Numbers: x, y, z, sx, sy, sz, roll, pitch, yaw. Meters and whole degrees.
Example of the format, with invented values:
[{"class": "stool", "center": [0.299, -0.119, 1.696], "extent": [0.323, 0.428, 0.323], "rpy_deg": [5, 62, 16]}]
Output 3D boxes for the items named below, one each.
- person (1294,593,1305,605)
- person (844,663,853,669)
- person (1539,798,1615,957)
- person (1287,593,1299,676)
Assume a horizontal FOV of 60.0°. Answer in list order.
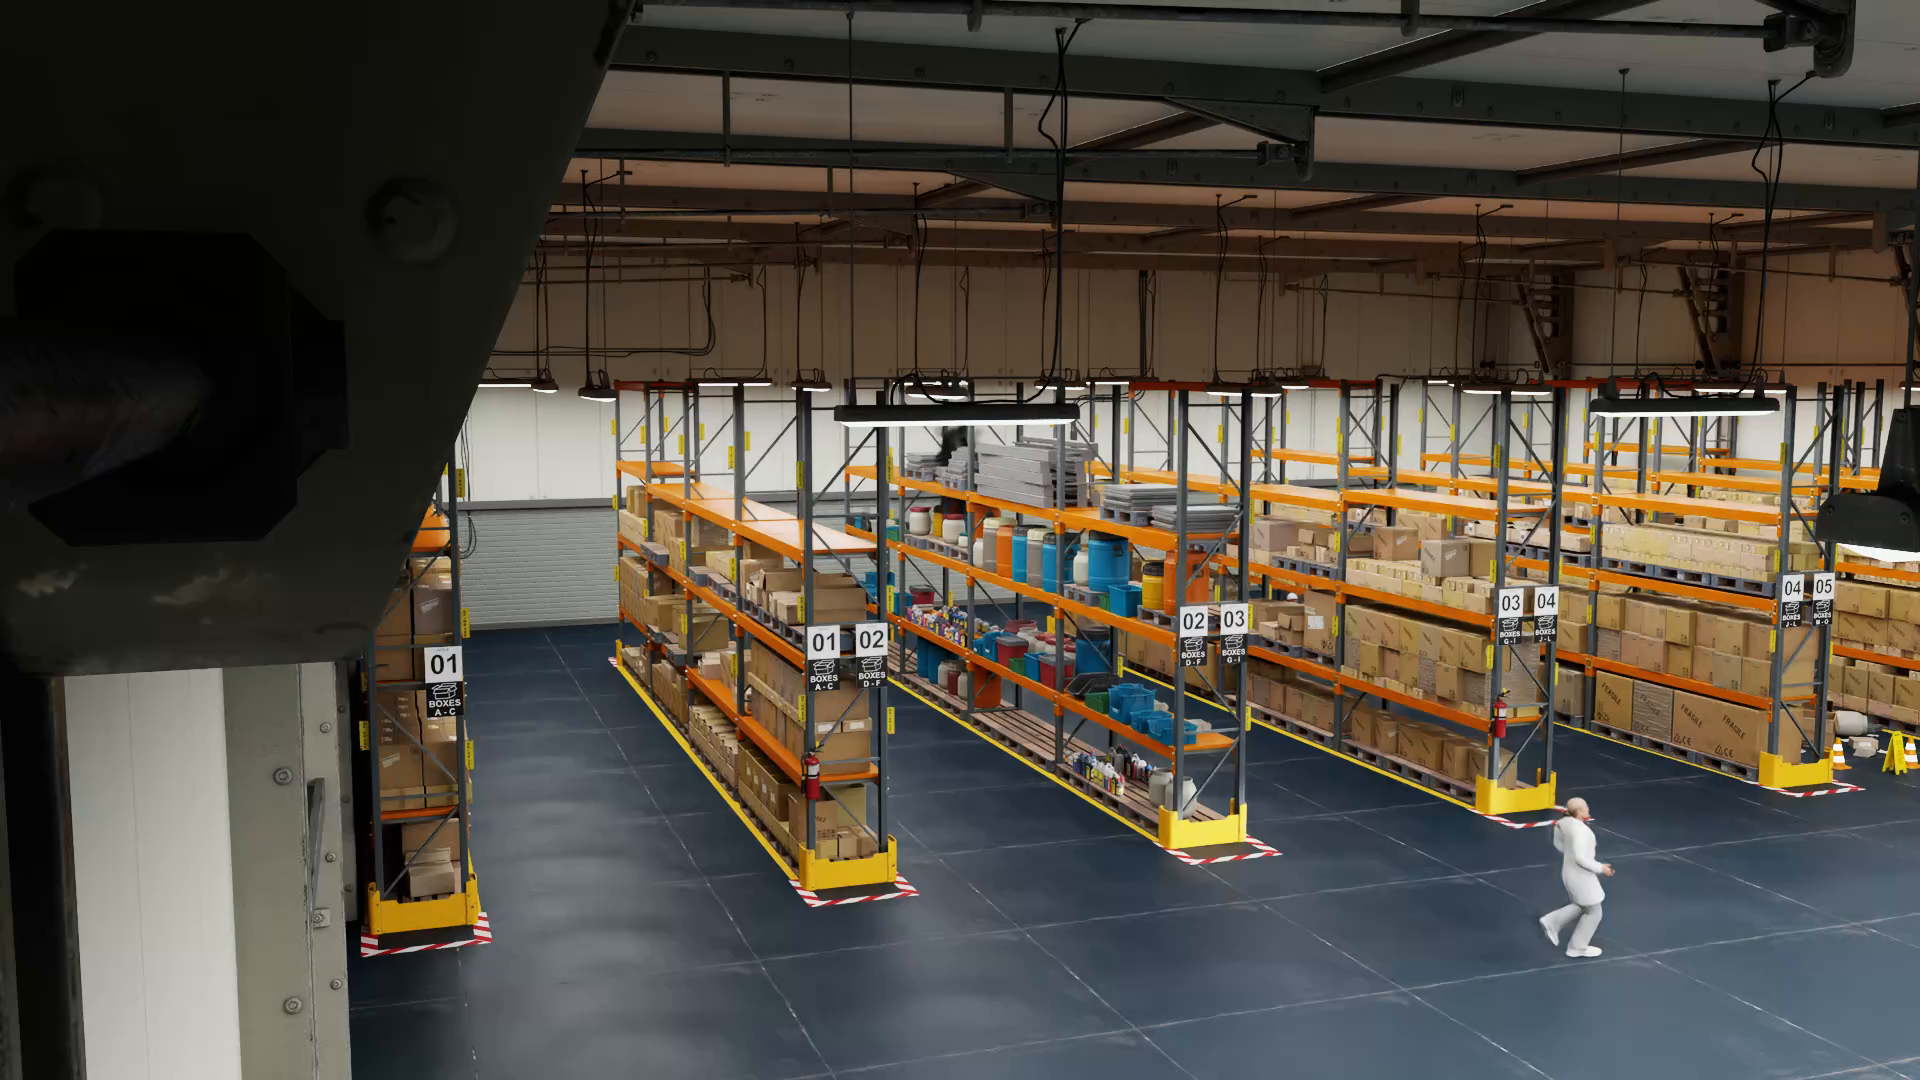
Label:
[{"class": "person", "center": [8.357, 1.172, 41.069], "extent": [0.595, 1.661, 0.623], "rpy_deg": [5, 8, 39]}, {"class": "person", "center": [-2.090, 2.127, 29.582], "extent": [0.562, 1.675, 0.585], "rpy_deg": [-3, 7, -28]}, {"class": "person", "center": [6.576, 3.595, 17.749], "extent": [0.668, 1.724, 0.707], "rpy_deg": [0, 6, 0]}, {"class": "person", "center": [6.613, 1.929, 33.106], "extent": [0.701, 1.749, 0.990], "rpy_deg": [-3, 7, -26]}]
